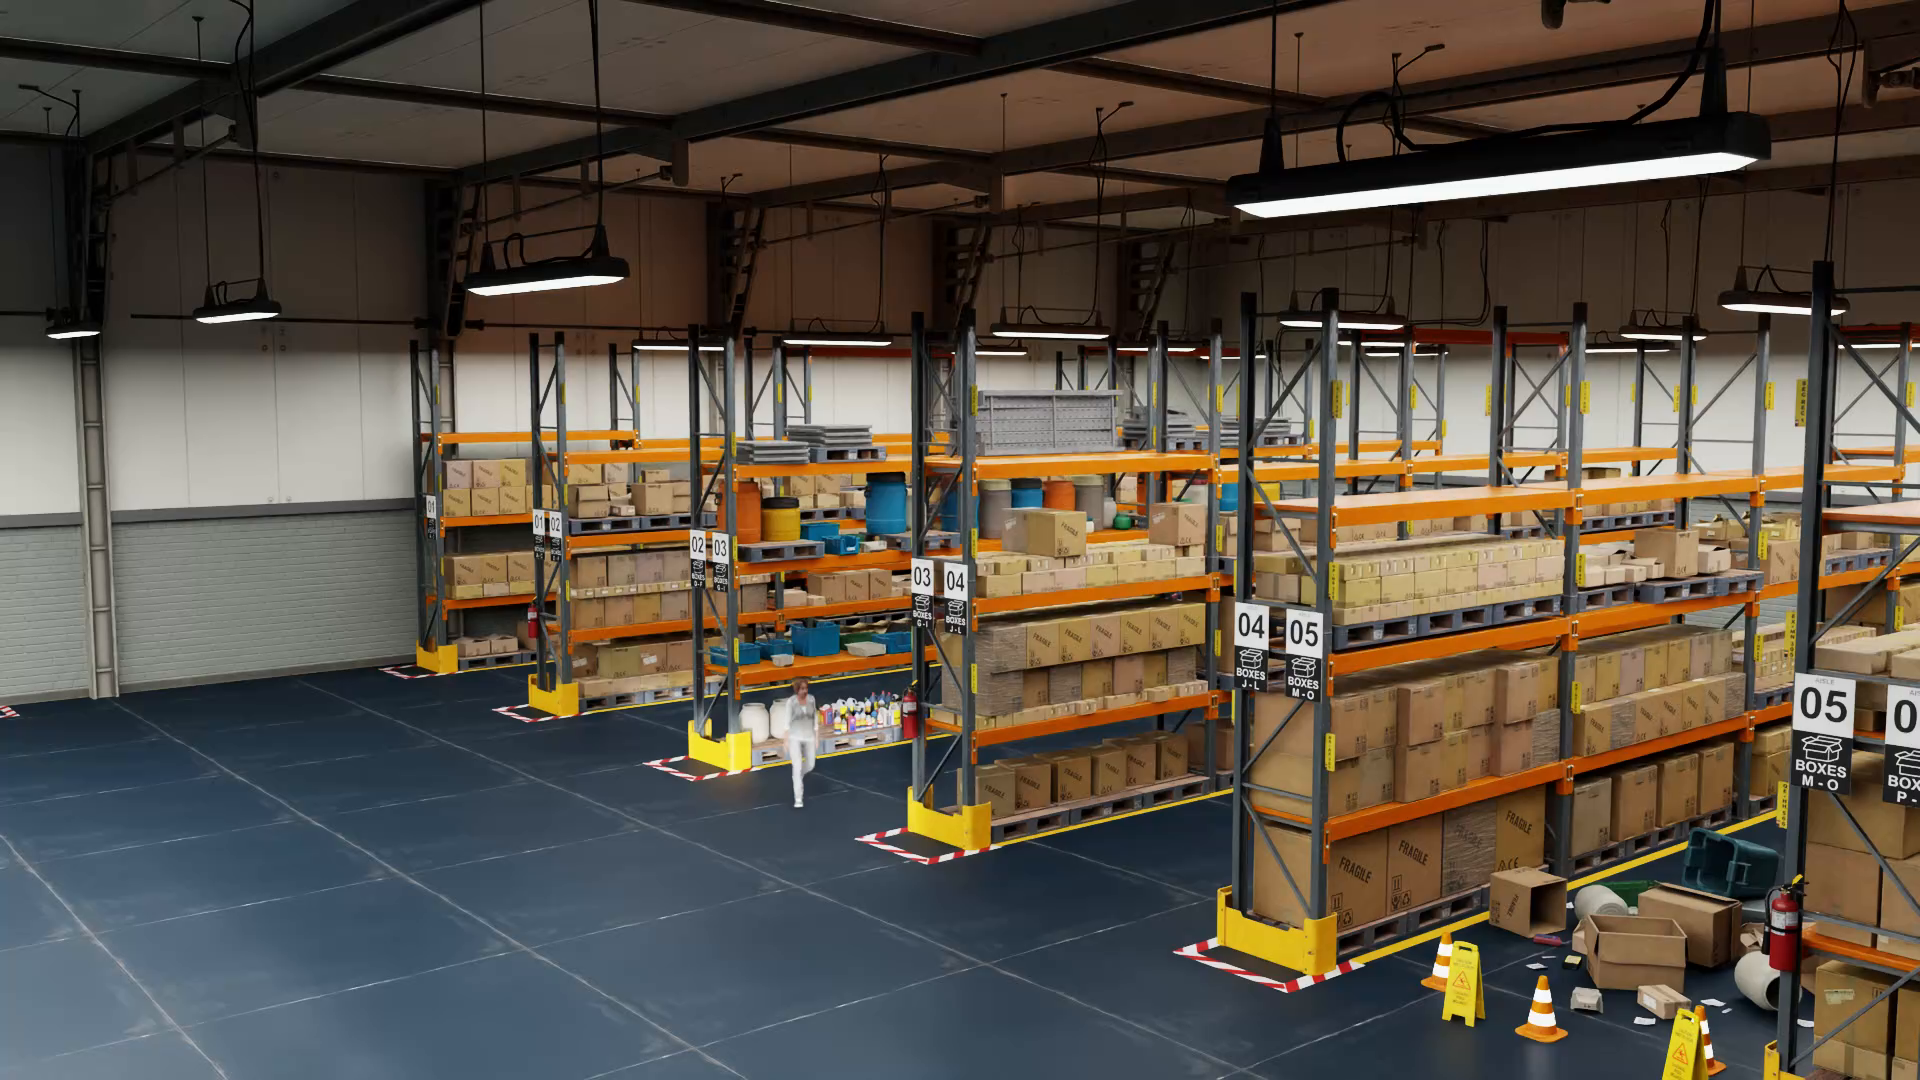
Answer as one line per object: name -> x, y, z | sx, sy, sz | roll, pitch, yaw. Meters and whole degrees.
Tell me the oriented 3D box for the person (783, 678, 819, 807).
person -> -1.981, 2.467, 20.662 | 0.453, 1.559, 0.830 | -2, 6, -24
